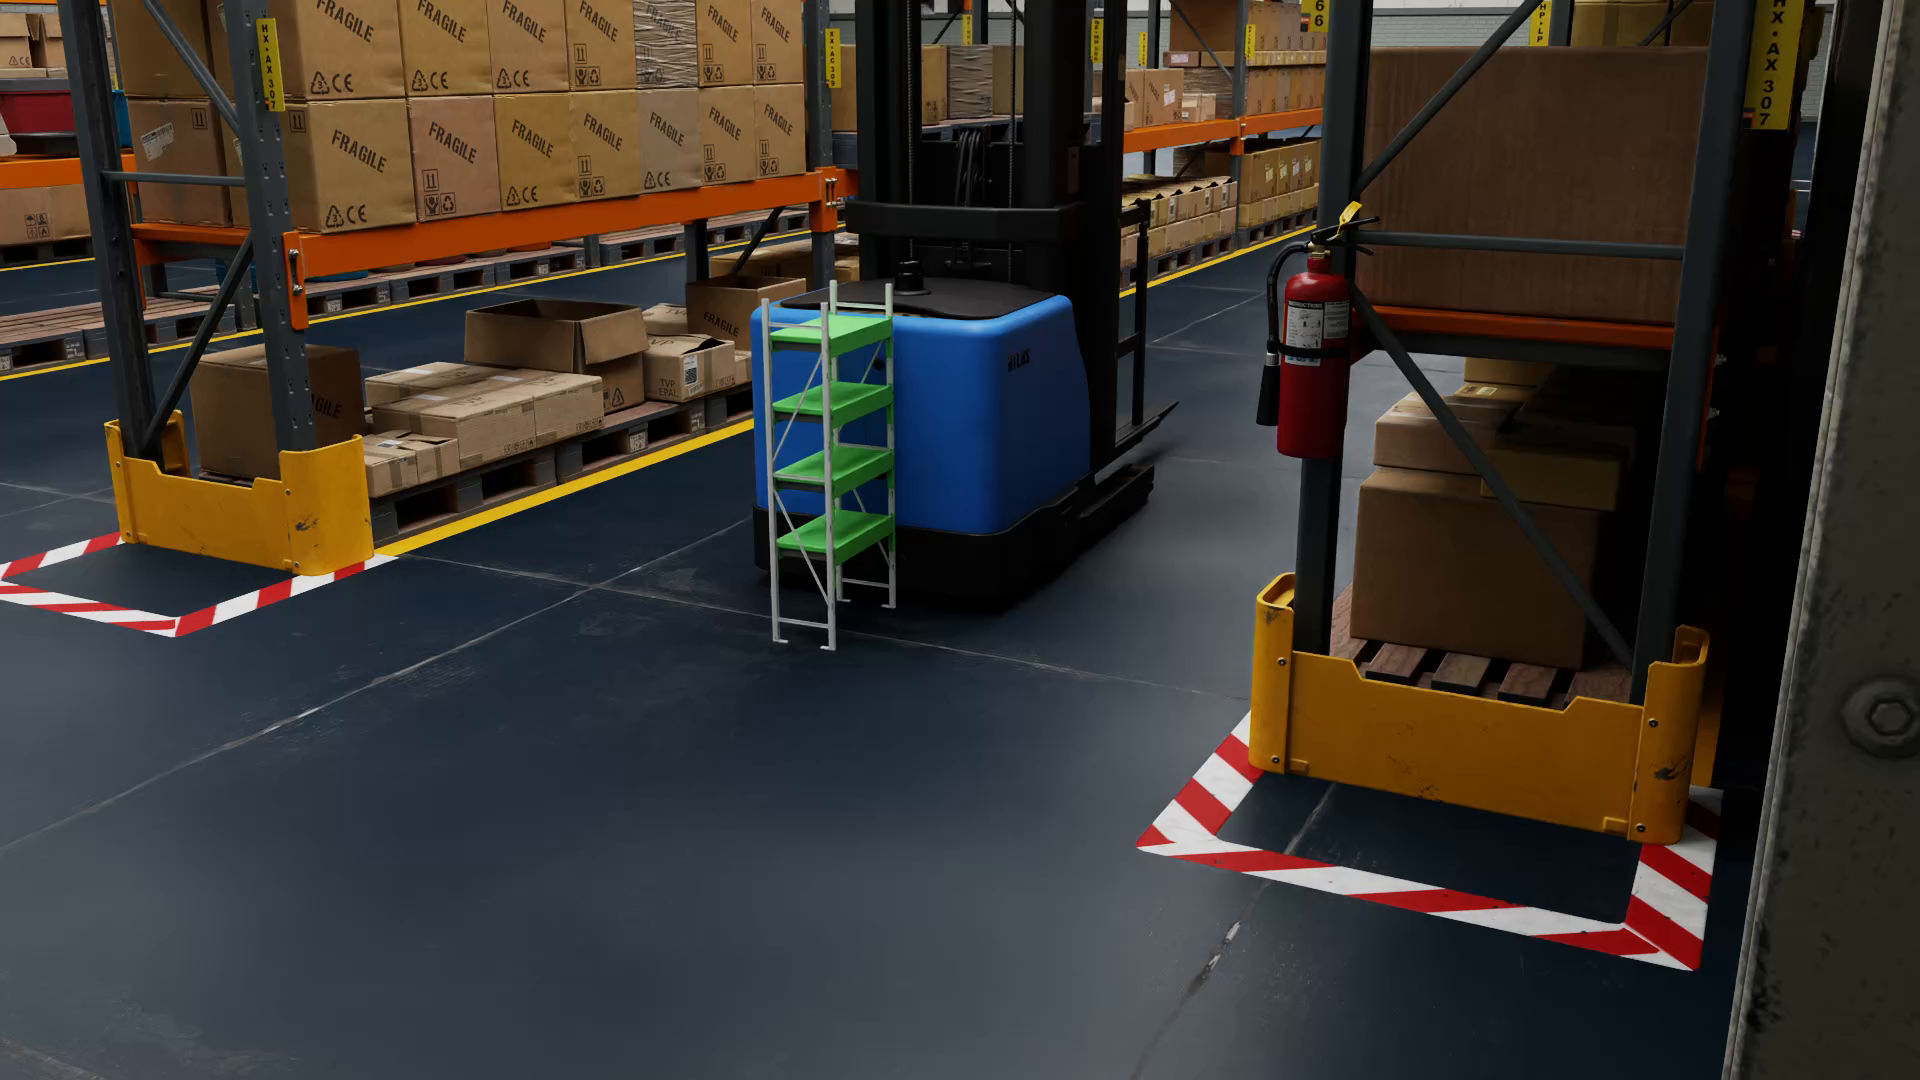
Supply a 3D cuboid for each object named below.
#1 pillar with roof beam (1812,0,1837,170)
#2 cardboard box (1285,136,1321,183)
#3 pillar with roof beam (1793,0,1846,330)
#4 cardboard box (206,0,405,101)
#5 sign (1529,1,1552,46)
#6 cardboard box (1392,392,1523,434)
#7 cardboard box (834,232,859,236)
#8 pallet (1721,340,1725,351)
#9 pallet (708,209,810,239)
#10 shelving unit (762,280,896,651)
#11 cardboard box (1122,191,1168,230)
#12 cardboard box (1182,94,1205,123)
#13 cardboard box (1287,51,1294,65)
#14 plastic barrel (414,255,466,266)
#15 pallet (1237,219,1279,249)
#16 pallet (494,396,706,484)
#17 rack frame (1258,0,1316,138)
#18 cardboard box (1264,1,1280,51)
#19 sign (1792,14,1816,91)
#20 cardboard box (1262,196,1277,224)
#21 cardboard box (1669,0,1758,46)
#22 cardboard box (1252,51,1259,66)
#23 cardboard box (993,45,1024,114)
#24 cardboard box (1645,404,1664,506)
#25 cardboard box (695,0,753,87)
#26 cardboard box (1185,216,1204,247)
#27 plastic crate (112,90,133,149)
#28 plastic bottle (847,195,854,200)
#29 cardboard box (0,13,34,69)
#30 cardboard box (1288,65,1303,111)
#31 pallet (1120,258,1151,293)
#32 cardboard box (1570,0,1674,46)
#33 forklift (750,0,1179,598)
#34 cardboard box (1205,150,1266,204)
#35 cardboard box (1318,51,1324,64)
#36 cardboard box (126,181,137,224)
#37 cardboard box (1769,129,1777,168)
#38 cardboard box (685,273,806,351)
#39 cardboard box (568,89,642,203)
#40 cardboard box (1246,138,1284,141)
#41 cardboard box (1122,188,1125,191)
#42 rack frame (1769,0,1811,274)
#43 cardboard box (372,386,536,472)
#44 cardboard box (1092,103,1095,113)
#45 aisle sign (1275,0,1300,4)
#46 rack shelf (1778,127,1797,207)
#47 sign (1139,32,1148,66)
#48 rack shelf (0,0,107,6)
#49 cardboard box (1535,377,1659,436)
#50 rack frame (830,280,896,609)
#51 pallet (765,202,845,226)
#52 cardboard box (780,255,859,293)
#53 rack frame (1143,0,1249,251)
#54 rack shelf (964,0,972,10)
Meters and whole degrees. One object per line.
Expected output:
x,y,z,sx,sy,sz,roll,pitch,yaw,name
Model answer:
10.550,-11.025,28.339,9.100,9.000,0.400,8,18,25,pillar with roof beam
4.171,-4.531,19.785,0.500,0.500,0.500,8,18,25,cardboard box
2.507,-6.440,12.902,9.100,9.000,0.400,8,18,25,pillar with roof beam
-2.571,-1.994,6.537,0.500,0.500,0.500,9,19,27,cardboard box
2.726,-2.360,7.808,0.100,0.325,0.005,8,18,25,sign
1.660,-0.384,5.562,0.380,0.149,0.250,9,19,27,cardboard box
-0.575,-1.963,11.983,0.500,0.500,0.500,7,18,24,cardboard box
4.583,-1.268,10.921,1.003,0.211,1.213,8,18,25,pallet
-2.389,-3.533,18.549,1.003,0.211,1.213,8,18,25,pallet
-0.446,-0.271,5.831,0.258,1.200,0.503,7,18,22,shelving unit
1.524,-2.937,14.753,0.500,0.311,0.500,8,18,24,cardboard box
2.129,-4.132,15.904,0.396,0.266,0.258,8,18,24,cardboard box
3.453,-5.305,18.301,0.380,0.149,0.250,8,18,25,cardboard box
-4.568,-2.687,14.300,0.600,0.588,0.708,8,18,25,plastic barrel
2.750,-3.304,17.778,1.003,0.211,1.213,8,18,25,pallet
-2.069,-0.582,8.615,1.003,0.211,1.213,8,18,25,pallet
4.145,-5.463,20.148,1.000,3.000,0.127,8,18,25,rack frame
2.999,-5.484,17.765,0.700,0.500,0.500,8,18,25,cardboard box
3.713,-2.159,7.367,0.100,0.325,0.005,8,18,25,sign
3.064,-3.533,17.743,0.500,0.250,0.500,8,18,25,cardboard box
3.654,-2.420,7.855,0.500,0.250,0.500,9,19,27,cardboard box
2.876,-4.976,17.196,0.380,0.149,0.250,8,18,24,cardboard box
0.389,-3.499,12.625,0.700,0.500,0.500,2,17,7,cardboard box
2.563,-0.475,7.007,0.700,0.500,0.500,8,18,25,cardboard box
-1.438,-2.641,8.715,0.500,0.500,0.500,8,18,24,cardboard box
1.975,-2.925,15.697,0.500,0.250,0.500,9,19,27,cardboard box
-5.551,-2.896,11.429,0.392,0.384,0.575,8,18,25,plastic crate
-1.341,-4.169,19.671,0.144,0.351,0.185,9,19,27,plastic bottle
-9.219,-4.693,15.621,0.797,0.503,0.637,9,19,27,cardboard box
3.467,-5.133,18.863,0.700,0.500,0.500,8,18,26,cardboard box
0.973,-2.293,14.373,1.003,0.211,1.213,8,18,25,pallet
3.196,-2.488,8.082,0.500,0.250,0.500,9,19,27,cardboard box
0.244,-1.569,7.158,1.130,2.935,3.031,7,18,22,forklift
2.845,-3.765,17.206,0.500,0.500,0.500,8,18,25,cardboard box
4.029,-5.633,19.407,0.380,0.149,0.250,9,19,27,cardboard box
-8.618,-3.696,17.193,1.225,0.875,0.875,7,18,23,cardboard box
3.647,-2.062,7.965,0.500,0.500,0.500,7,18,23,cardboard box
-1.218,-1.237,9.540,0.500,0.500,0.500,8,18,25,cardboard box
-1.893,-1.901,7.981,0.500,0.500,0.500,8,18,26,cardboard box
3.484,-4.469,19.578,0.500,0.500,0.500,8,18,25,cardboard box
1.264,-3.130,15.402,0.500,0.311,0.500,9,19,27,cardboard box
6.791,-3.814,14.599,1.000,3.000,0.127,8,18,25,rack frame
-2.285,-0.510,7.529,0.500,0.250,0.500,8,18,25,cardboard box
0.771,-3.469,13.593,0.500,0.311,0.500,9,19,29,cardboard box
3.900,-6.764,19.965,0.394,0.787,0.004,8,18,25,aisle sign
5.897,-2.960,12.986,1.077,0.370,4.000,8,18,25,rack shelf
1.860,-4.967,16.819,0.100,0.325,0.005,8,18,25,sign
-14.475,-8.568,26.599,1.077,0.370,4.000,8,18,25,rack shelf
2.226,-0.463,5.829,0.380,0.149,0.250,8,18,26,cardboard box
-0.350,-0.335,6.046,0.240,1.200,0.015,7,18,22,rack frame
-1.735,-3.904,19.797,1.003,0.211,1.213,8,18,25,pallet
-0.783,-1.511,10.460,0.500,0.500,0.500,7,18,23,cardboard box
2.357,-4.444,16.717,1.000,3.000,0.127,8,18,25,rack frame
-1.179,-6.677,20.233,1.077,0.370,4.000,8,18,25,rack shelf
